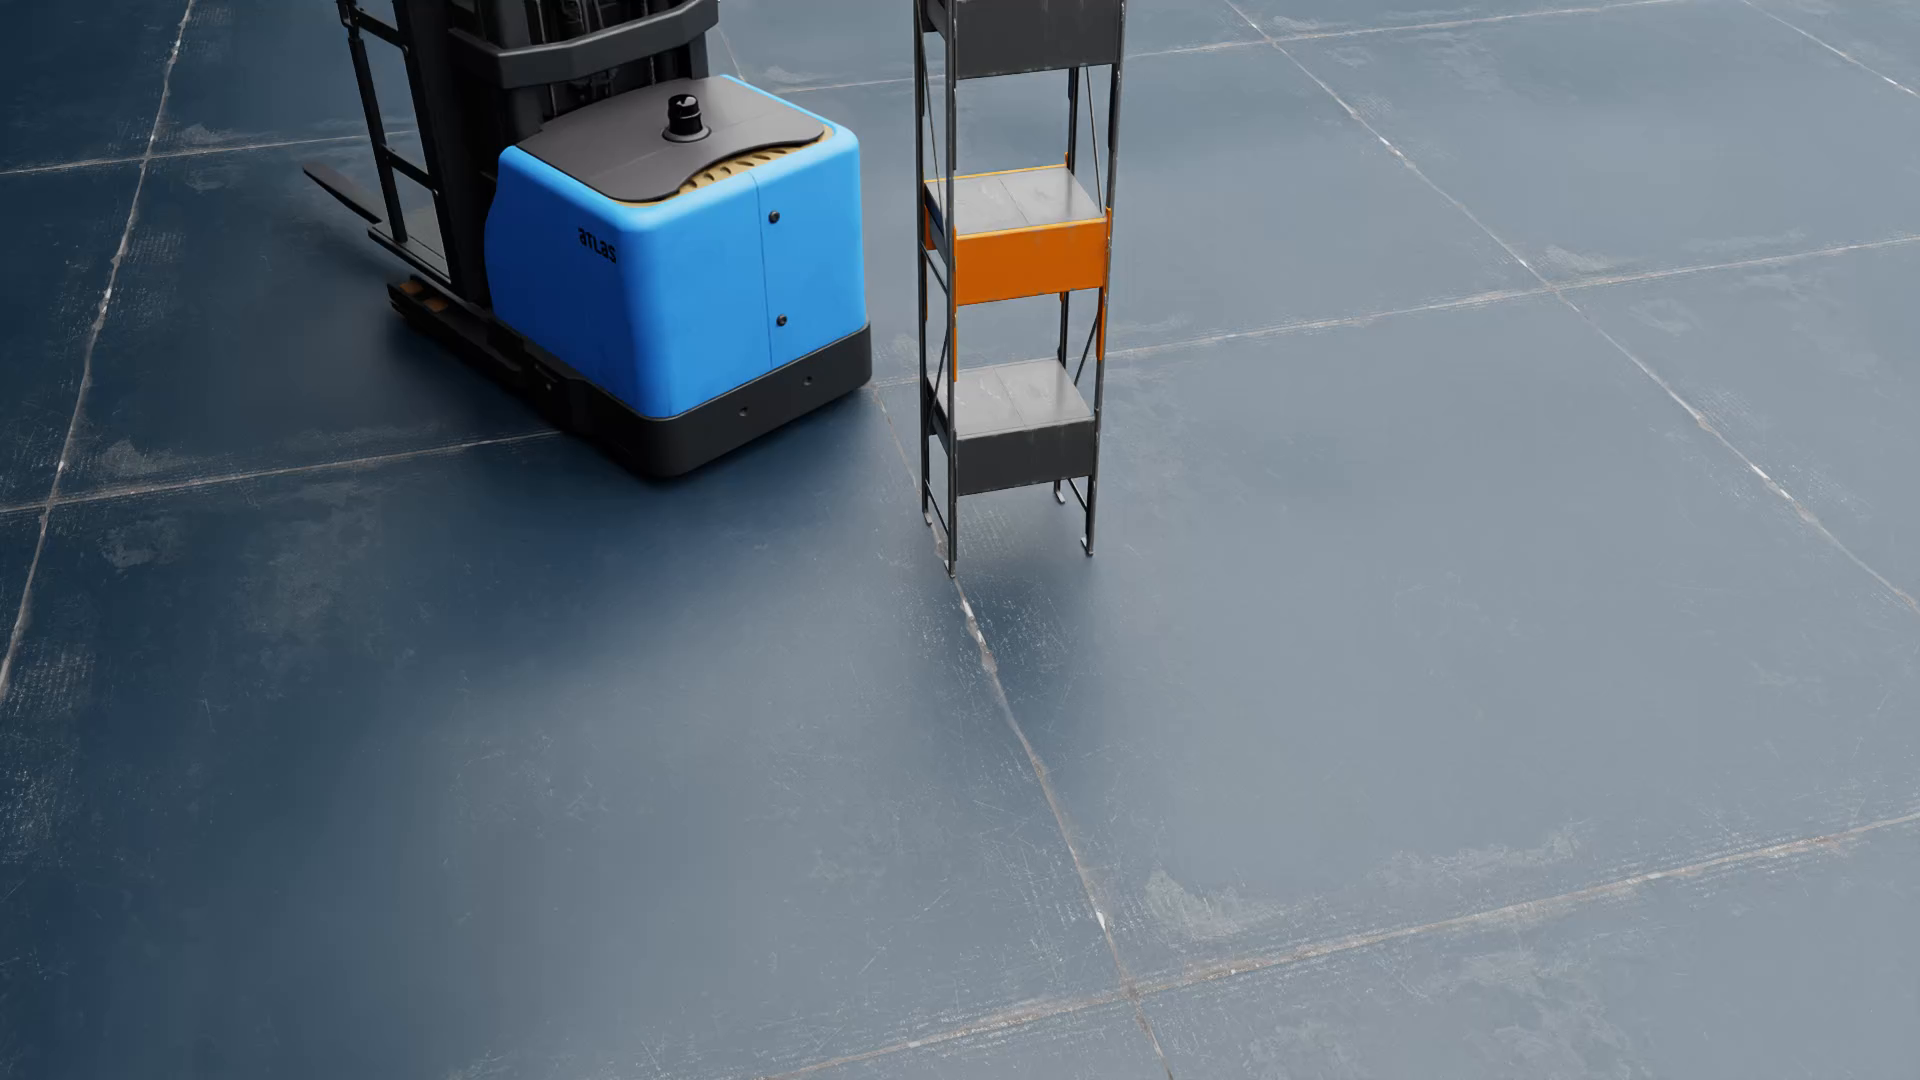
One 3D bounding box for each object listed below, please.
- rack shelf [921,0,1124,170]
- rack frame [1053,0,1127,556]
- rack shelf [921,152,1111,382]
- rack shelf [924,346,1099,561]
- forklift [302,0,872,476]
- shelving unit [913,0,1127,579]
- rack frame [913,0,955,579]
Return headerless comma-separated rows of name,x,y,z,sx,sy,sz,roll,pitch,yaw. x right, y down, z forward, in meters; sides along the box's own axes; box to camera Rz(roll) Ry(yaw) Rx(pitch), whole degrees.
rack shelf,0.160,-1.405,4.729,0.480,0.518,0.431,-9,38,-12
rack frame,0.395,-0.899,5.197,0.015,2.100,0.400,-9,38,-12
rack shelf,0.160,-0.849,5.155,0.480,0.518,0.431,-9,38,-12
rack shelf,0.160,-0.293,5.580,0.480,0.518,0.431,-9,38,-12
forklift,-1.729,-2.188,6.198,1.130,2.935,3.031,-31,47,-34
shelving unit,0.160,-0.860,5.146,0.503,2.100,0.431,-9,38,-12
rack frame,-0.076,-0.822,5.096,0.015,2.100,0.400,-9,38,-12
